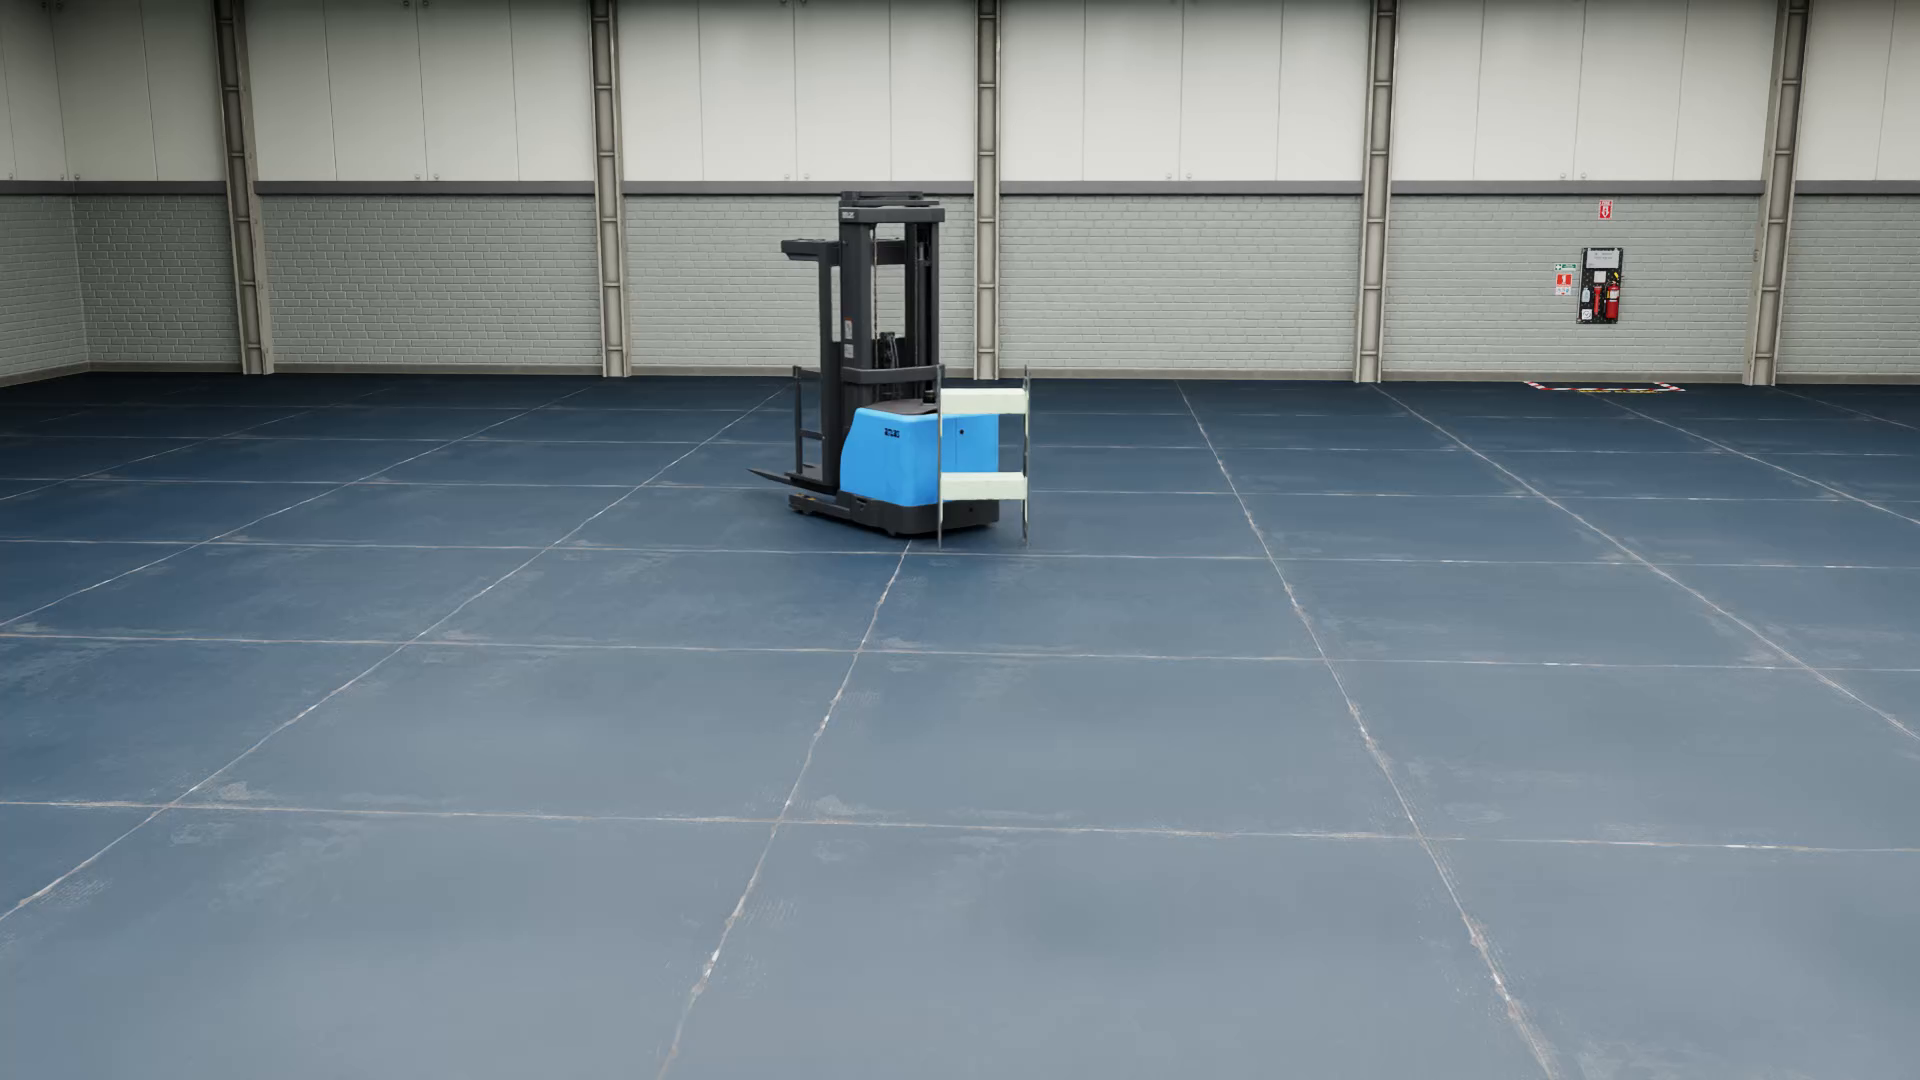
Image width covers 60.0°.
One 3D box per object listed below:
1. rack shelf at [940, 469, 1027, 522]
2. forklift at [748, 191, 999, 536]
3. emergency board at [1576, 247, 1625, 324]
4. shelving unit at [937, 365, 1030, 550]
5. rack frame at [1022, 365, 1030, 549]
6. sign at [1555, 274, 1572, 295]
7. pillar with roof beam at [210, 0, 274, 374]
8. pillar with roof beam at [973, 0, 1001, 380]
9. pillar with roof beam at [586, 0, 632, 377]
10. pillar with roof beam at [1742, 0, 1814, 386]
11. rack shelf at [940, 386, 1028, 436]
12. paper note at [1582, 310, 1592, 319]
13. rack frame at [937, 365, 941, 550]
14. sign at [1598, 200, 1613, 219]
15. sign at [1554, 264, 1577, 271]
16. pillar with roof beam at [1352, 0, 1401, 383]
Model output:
[{"bbox_3d":[0.190,-0.376,13.994,0.720,0.370,0.431,0,12,-2],"label":"rack shelf"},{"bbox_3d":[-0.938,-1.716,15.314,1.130,2.935,3.031,-9,15,-36],"label":"forklift"},{"bbox_3d":[9.933,-3.928,25.722,0.643,1.169,0.194,1,12,4],"label":"emergency board"},{"bbox_3d":[0.190,-0.695,13.928,0.755,1.500,0.431,0,12,-2],"label":"shelving unit"},{"bbox_3d":[0.555,-0.698,13.941,0.023,1.500,0.400,0,12,-2],"label":"rack frame"},{"bbox_3d":[9.388,-3.975,25.856,0.234,0.329,0.001,1,12,4],"label":"sign"},{"bbox_3d":[-11.838,-6.272,22.275,0.400,9.000,9.100,1,12,4],"label":"pillar with roof beam"},{"bbox_3d":[0.136,-6.108,21.490,0.400,9.000,9.100,1,12,4],"label":"pillar with roof beam"},{"bbox_3d":[-5.851,-6.190,21.882,0.400,9.000,9.100,1,12,4],"label":"pillar with roof beam"},{"bbox_3d":[12.109,-5.944,20.705,0.400,9.000,9.100,1,12,4],"label":"pillar with roof beam"},{"bbox_3d":[0.190,-1.077,13.848,0.720,0.370,0.431,0,12,-2],"label":"rack shelf"},{"bbox_3d":[9.761,-3.514,25.892,0.142,0.148,0.016,1,12,4],"label":"paper note"},{"bbox_3d":[-0.176,-0.692,13.914,0.023,1.500,0.400,0,12,-2],"label":"rack frame"},{"bbox_3d":[9.932,-5.084,25.583,0.199,0.298,0.001,1,12,4],"label":"sign"},{"bbox_3d":[9.392,-4.232,25.792,0.331,0.109,0.001,1,12,4],"label":"sign"},{"bbox_3d":[6.122,-6.026,21.097,0.400,9.000,9.100,1,12,4],"label":"pillar with roof beam"}]
